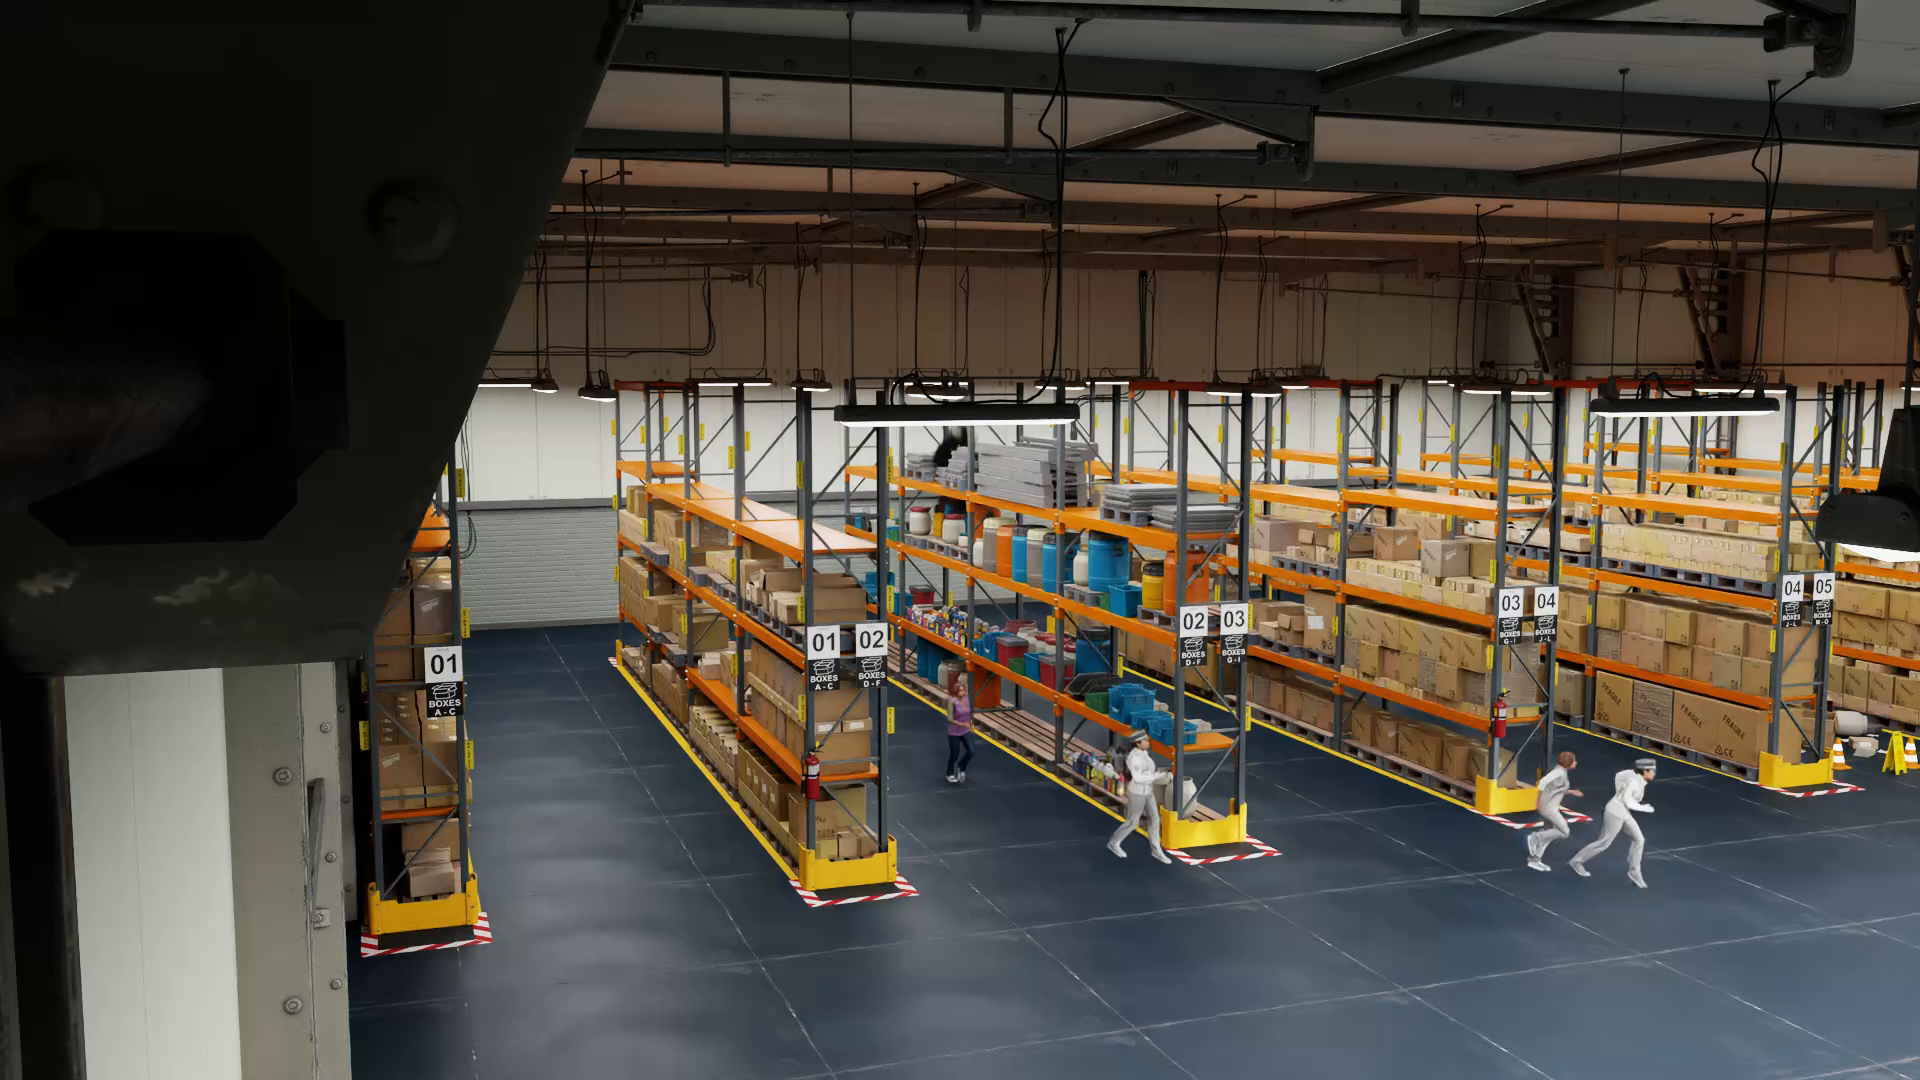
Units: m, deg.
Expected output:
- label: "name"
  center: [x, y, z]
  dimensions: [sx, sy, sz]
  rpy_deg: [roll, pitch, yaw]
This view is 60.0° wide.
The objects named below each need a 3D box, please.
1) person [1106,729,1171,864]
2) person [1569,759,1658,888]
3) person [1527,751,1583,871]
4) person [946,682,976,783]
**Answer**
- label: "person"
  center: [2.274, 3.245, 21.110]
  dimensions: [0.820, 1.733, 0.604]
  rpy_deg: [3, 7, 23]
- label: "person"
  center: [7.973, 3.429, 20.313]
  dimensions: [0.960, 1.624, 0.658]
  rpy_deg: [3, 7, 23]
- label: "person"
  center: [7.449, 3.388, 20.807]
  dimensions: [0.650, 1.527, 0.525]
  rpy_deg: [2, 6, 15]
- label: "person"
  center: [0.010, 2.909, 24.949]
  dimensions: [0.507, 1.543, 0.701]
  rpy_deg: [-4, 7, -32]
